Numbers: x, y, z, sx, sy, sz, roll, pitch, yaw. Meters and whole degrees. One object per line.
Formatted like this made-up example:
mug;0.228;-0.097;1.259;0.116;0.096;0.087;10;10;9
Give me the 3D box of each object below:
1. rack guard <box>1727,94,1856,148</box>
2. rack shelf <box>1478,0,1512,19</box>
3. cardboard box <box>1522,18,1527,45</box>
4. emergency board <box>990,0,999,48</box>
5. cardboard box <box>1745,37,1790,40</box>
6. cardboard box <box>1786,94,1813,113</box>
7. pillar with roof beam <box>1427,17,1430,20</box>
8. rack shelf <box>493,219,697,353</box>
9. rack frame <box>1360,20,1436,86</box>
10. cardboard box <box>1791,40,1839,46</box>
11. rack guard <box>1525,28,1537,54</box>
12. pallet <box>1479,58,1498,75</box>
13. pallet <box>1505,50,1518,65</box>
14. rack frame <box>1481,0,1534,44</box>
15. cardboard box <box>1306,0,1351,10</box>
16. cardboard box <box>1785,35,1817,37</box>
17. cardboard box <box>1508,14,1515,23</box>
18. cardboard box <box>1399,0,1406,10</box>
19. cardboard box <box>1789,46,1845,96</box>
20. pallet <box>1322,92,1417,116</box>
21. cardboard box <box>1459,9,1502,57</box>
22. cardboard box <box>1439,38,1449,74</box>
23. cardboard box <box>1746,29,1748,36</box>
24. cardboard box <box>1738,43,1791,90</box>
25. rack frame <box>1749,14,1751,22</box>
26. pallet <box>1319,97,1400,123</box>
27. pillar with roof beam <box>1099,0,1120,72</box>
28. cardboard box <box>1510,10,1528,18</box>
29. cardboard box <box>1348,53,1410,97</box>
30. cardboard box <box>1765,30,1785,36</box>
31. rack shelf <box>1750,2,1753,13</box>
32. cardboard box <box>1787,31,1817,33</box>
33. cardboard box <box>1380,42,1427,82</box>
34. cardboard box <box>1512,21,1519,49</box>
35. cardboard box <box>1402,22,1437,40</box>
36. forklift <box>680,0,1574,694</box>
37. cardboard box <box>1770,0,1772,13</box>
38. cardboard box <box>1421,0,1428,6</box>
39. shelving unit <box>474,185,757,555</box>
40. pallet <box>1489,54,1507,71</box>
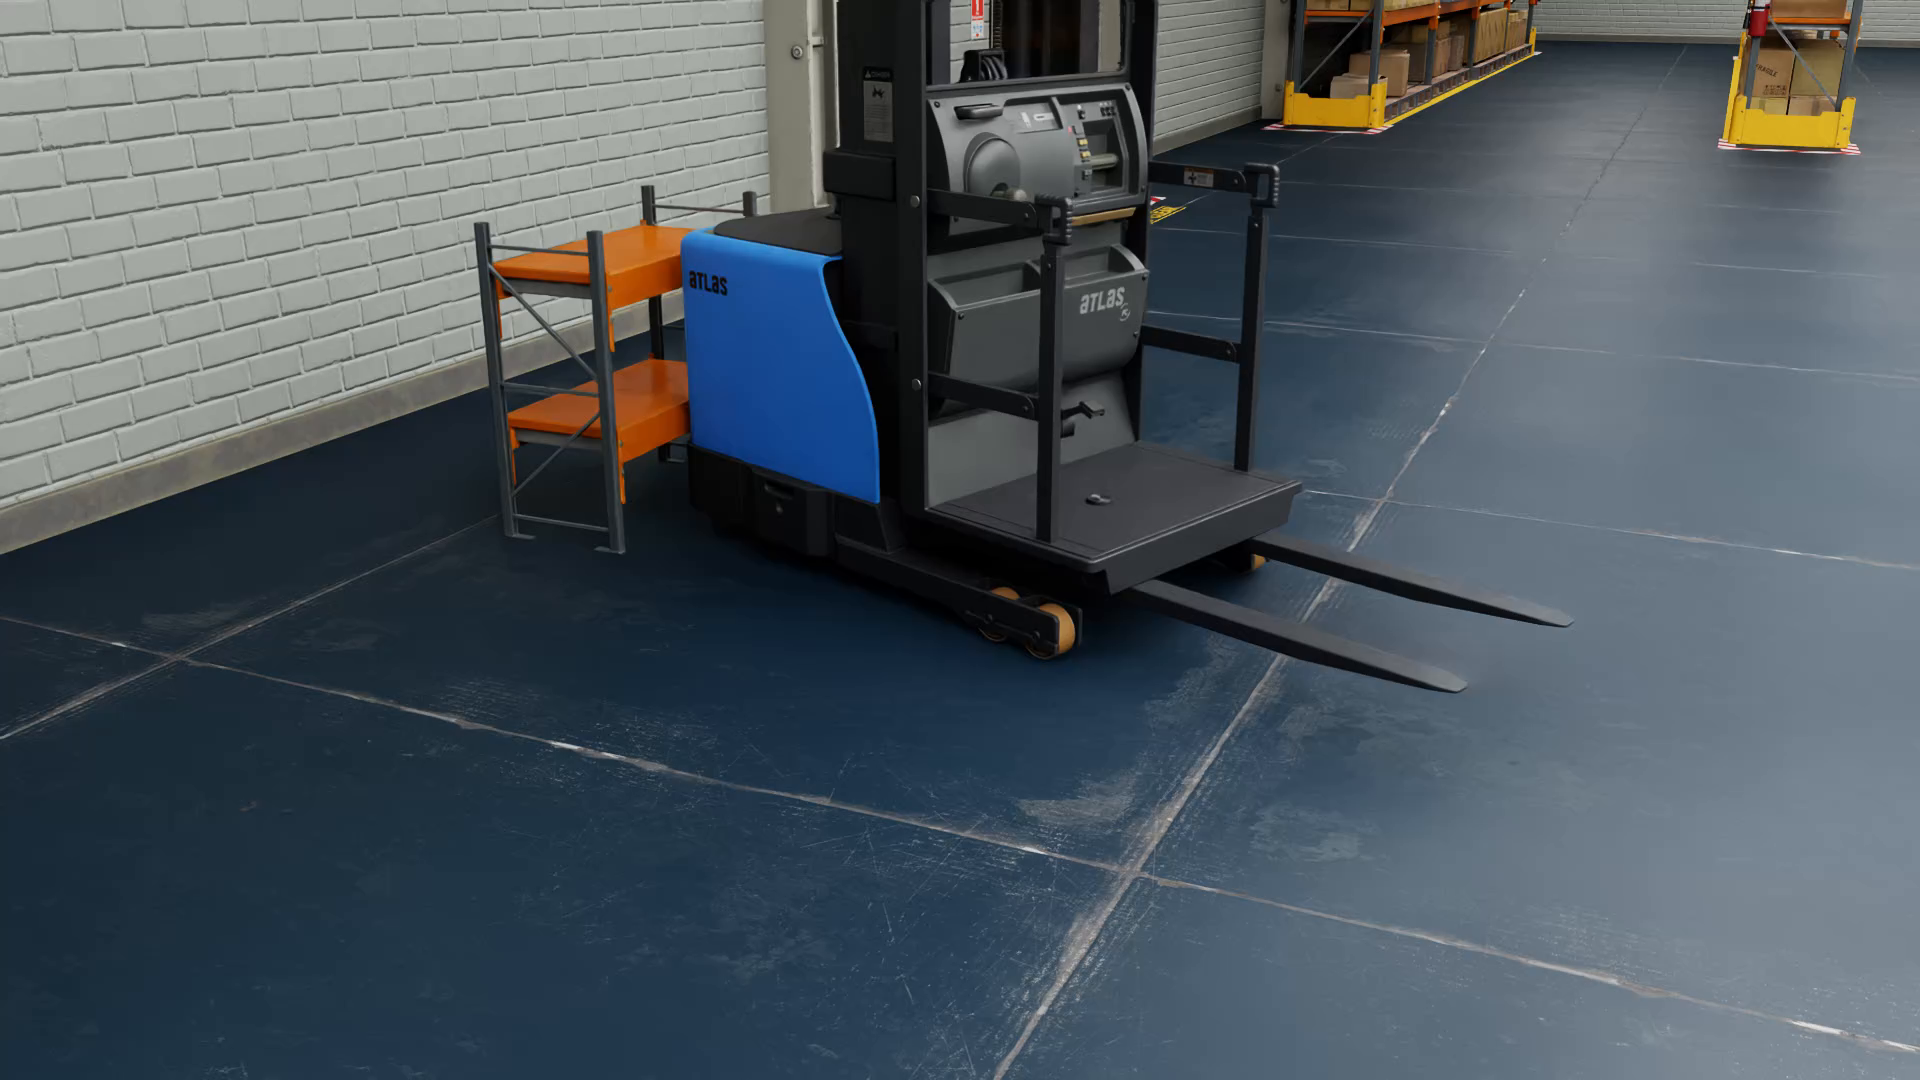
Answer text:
rack guard;8.968;-4.529;17.957;1.175;0.500;0.348;9;21;23
rack shelf;8.551;-9.110;28.183;1.077;0.370;4.000;9;21;23
cardboard box;10.813;-10.076;32.928;0.700;0.500;0.500;9;21;23
emergency board;0.450;-4.141;13.135;0.194;1.169;0.643;9;21;23
cardboard box;9.942;-5.940;20.551;0.500;0.500;0.500;9;21;23
cardboard box;9.601;-4.903;18.755;0.500;0.250;0.500;9;21;23
pillar with roof beam;12.795;-12.629;28.051;9.100;9.000;0.400;9;21;23
rack shelf;-1.213;-0.949;6.084;0.538;0.278;1.000;8;21;22
rack frame;6.095;-7.615;22.905;1.000;3.000;0.127;9;21;23
cardboard box;10.208;-5.716;19.922;0.500;0.500;0.500;9;21;23
rack guard;11.018;-10.113;33.659;1.175;0.500;0.348;9;21;23
pallet;8.625;-8.126;28.504;1.003;0.211;1.213;9;21;23
pallet;9.753;-8.969;30.872;1.003;0.211;1.213;9;21;23
rack frame;11.008;-11.284;33.220;1.000;3.000;0.127;9;21;23
cardboard box;4.471;-6.501;19.965;0.500;0.250;0.500;9;21;23
cardboard box;13.120;-7.602;25.943;0.500;0.500;0.500;8;21;22
cardboard box;10.077;-9.681;30.849;0.380;0.149;0.250;9;22;25
cardboard box;5.146;-6.597;20.237;0.500;0.250;0.500;8;21;21
cardboard box;9.603;-5.256;18.629;0.500;0.500;0.500;9;21;23
pallet;5.354;-5.717;21.729;1.003;0.211;1.213;9;21;23
cardboard box;8.862;-8.757;28.697;0.750;0.750;0.750;9;22;24
cardboard box;6.991;-7.343;25.214;0.700;0.500;0.500;8;21;22
cardboard box;13.866;-8.625;28.818;0.500;0.500;0.500;9;21;23
cardboard box;9.322;-5.482;19.265;0.500;0.500;0.500;9;21;23
rack frame;15.529;-10.605;31.312;1.000;3.000;0.127;9;21;23
pallet;4.853;-5.345;20.684;1.003;0.211;1.213;9;21;23
pillar with roof beam;5.425;-7.127;12.579;9.100;9.000;0.400;9;21;23
cardboard box;10.927;-10.317;32.639;0.380;0.149;0.250;8;21;22
cardboard box;5.401;-6.013;21.473;0.700;0.500;0.500;7;21;19
cardboard box;12.441;-7.878;25.599;0.500;0.250;0.500;9;22;25
rack shelf;11.434;-7.209;22.837;1.077;0.370;4.000;9;21;23
cardboard box;13.741;-8.072;27.262;0.500;0.500;0.500;9;21;23
cardboard box;6.381;-6.872;23.889;0.700;0.500;0.500;9;22;25
cardboard box;10.191;-9.605;31.604;0.700;0.500;0.500;9;22;24
cardboard box;6.768;-7.520;24.592;0.500;0.250;0.500;8;21;21
forklift;0.412;-1.220;5.025;3.031;2.935;1.130;18;26;41
cardboard box;9.812;-6.376;19.270;0.700;0.500;0.500;9;22;24
cardboard box;5.774;-7.061;21.539;0.500;0.250;0.500;8;21;22
shelving unit;-1.213;-0.673;6.182;0.538;1.125;1.048;8;21;22
pallet;9.123;-8.501;29.557;1.003;0.211;1.213;9;21;23
